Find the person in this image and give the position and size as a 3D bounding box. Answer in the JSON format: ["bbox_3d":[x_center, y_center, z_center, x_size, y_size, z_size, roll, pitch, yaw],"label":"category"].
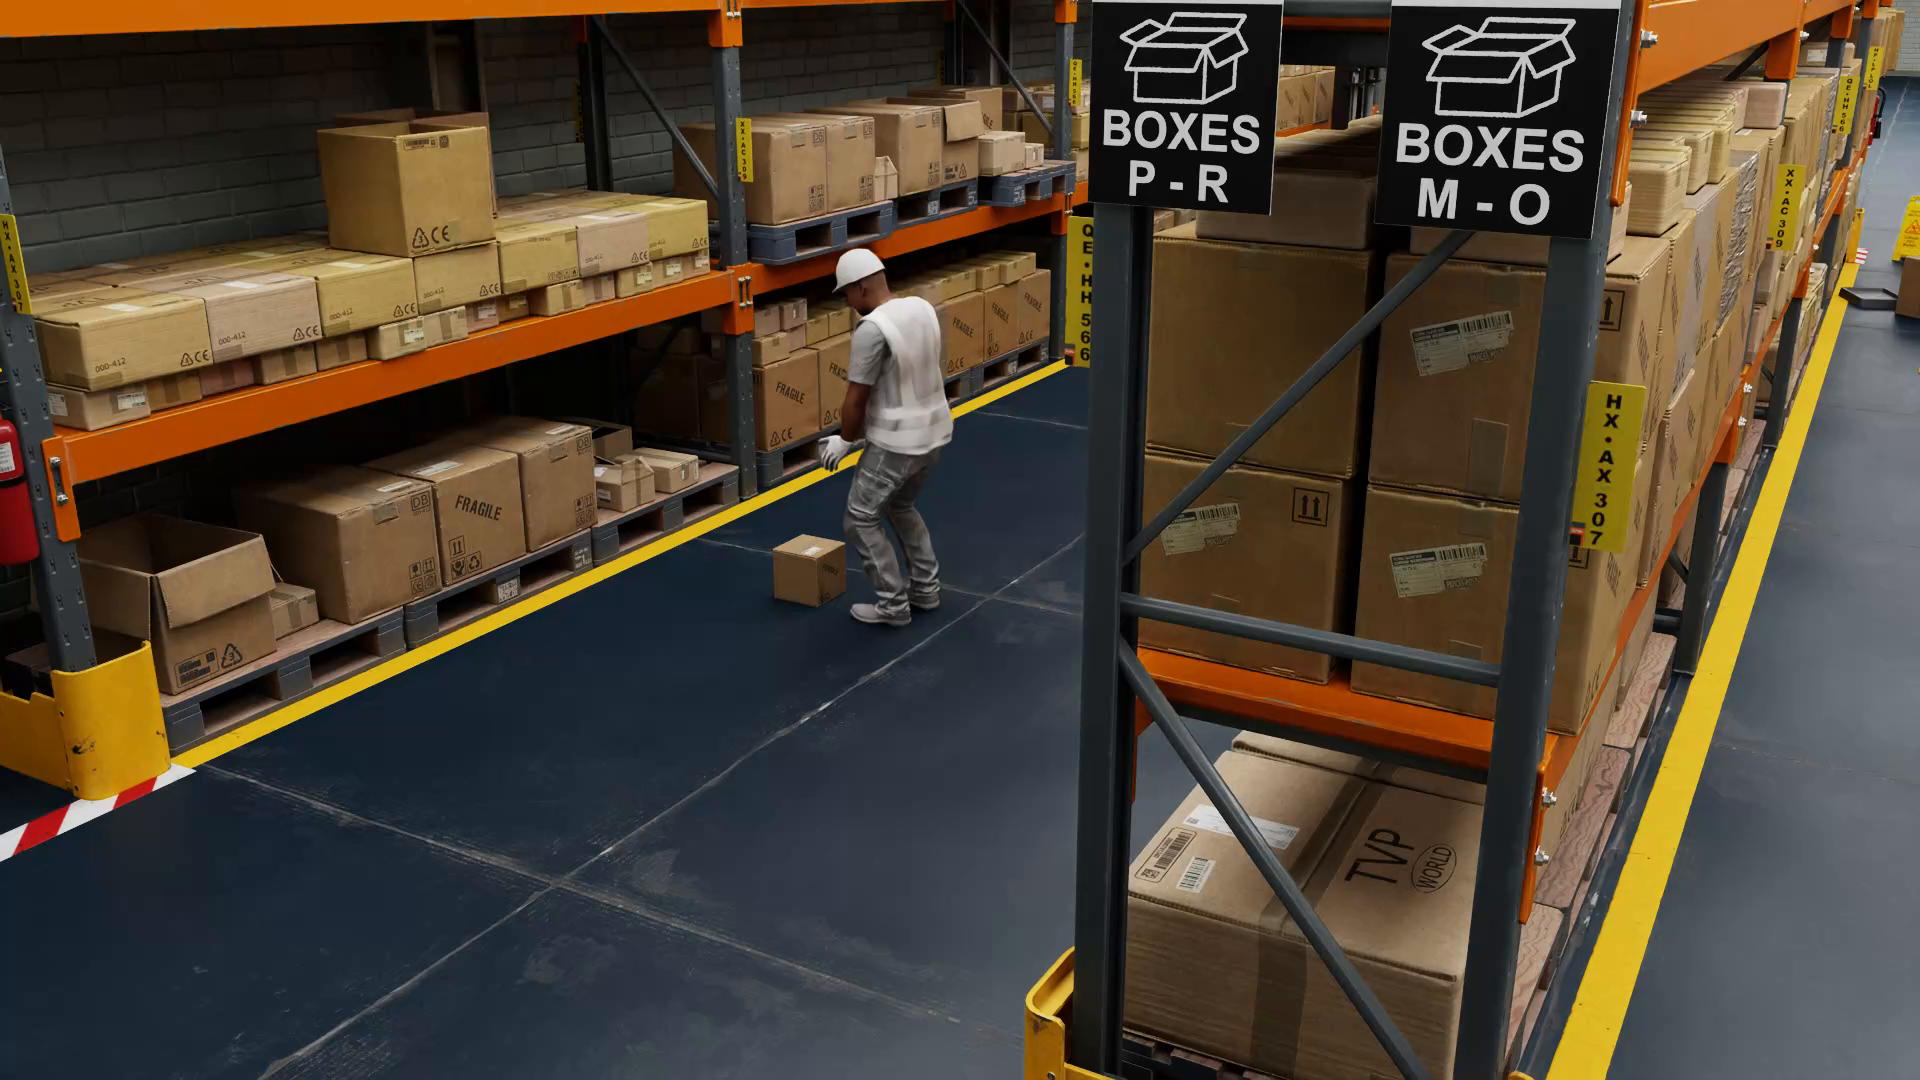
[{"bbox_3d":[-0.325,-0.452,7.471,0.517,1.695,0.584,11,22,29],"label":"person"}]
